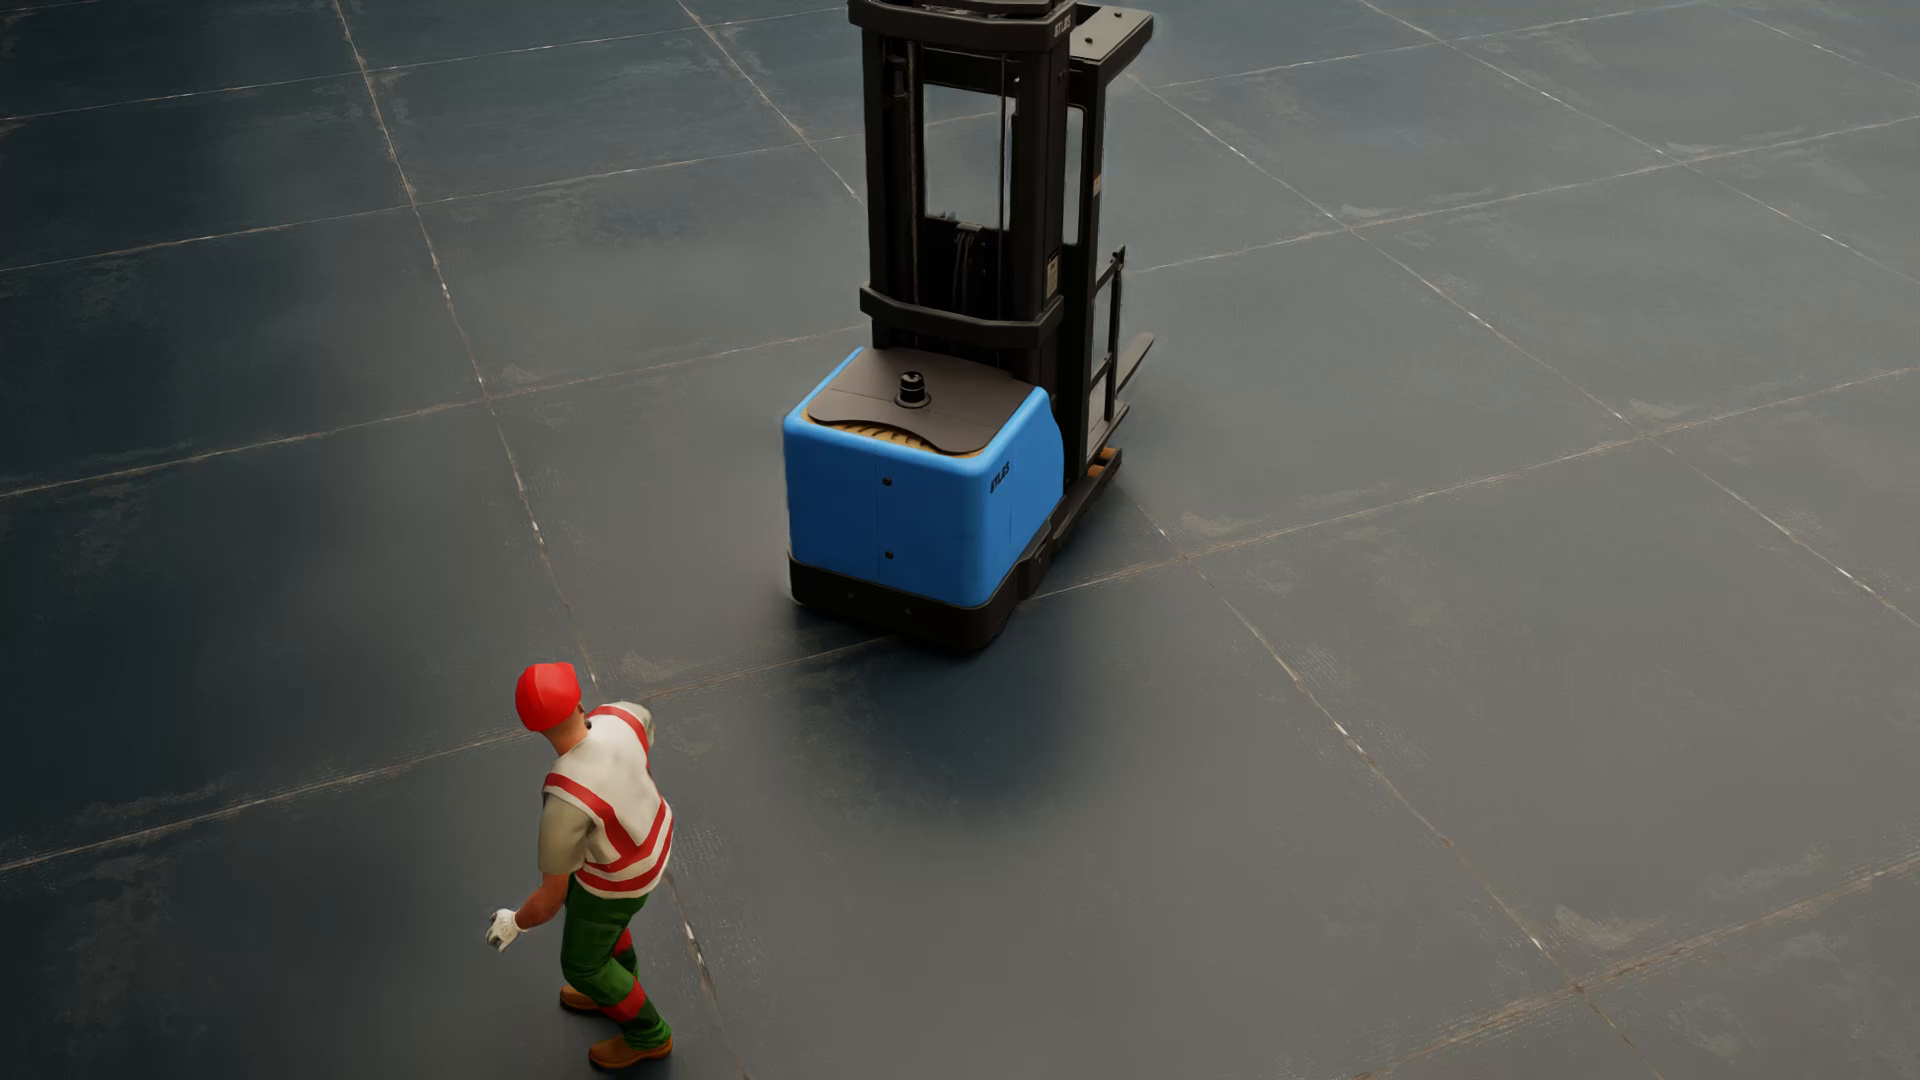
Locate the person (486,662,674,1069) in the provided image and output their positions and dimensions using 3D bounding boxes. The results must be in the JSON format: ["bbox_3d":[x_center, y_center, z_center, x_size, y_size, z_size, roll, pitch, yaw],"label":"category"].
[{"bbox_3d":[-1.248,1.100,5.609,0.520,1.728,0.763,5,36,6],"label":"person"}]

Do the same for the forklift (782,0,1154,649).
[{"bbox_3d":[0.239,-1.528,8.247,1.130,2.935,3.031,15,38,20],"label":"forklift"}]
